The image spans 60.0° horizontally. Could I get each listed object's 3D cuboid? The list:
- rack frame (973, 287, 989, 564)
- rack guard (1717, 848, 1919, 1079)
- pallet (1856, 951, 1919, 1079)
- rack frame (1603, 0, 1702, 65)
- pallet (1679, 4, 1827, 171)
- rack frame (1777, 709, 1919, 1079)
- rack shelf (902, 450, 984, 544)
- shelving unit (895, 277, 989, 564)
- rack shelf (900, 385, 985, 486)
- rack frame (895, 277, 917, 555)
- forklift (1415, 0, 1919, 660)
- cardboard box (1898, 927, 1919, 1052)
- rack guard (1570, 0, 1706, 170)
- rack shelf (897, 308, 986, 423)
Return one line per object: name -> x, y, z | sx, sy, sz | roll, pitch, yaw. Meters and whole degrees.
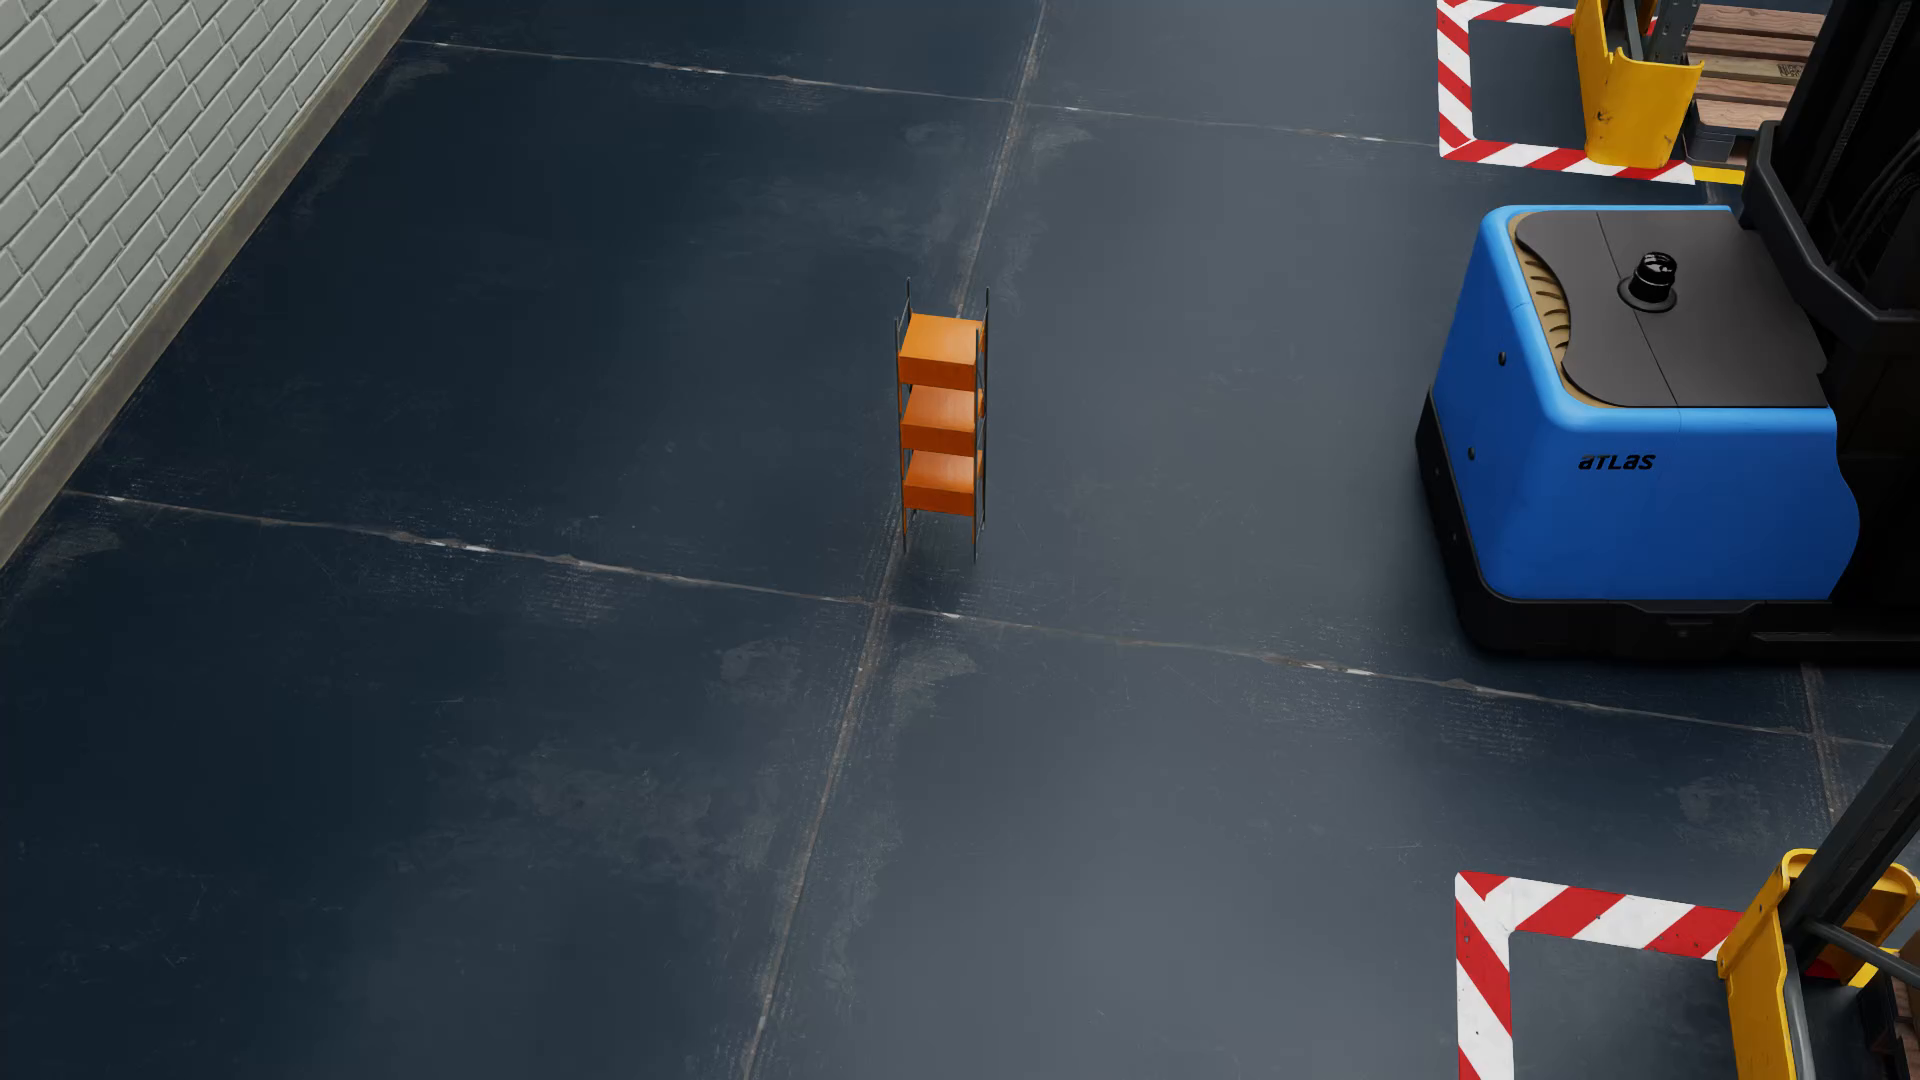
rack frame -> 0.067, -0.342, 5.351 | 0.008, 1.050, 0.200 | 8, 49, 7
rack guard -> 2.211, 1.418, 4.140 | 0.348, 0.500, 1.175 | 8, 49, 7
pallet -> 2.996, 1.619, 4.154 | 1.213, 0.211, 1.003 | 8, 49, 7
rack frame -> 3.021, -3.053, 6.477 | 0.127, 3.000, 1.000 | 8, 49, 7
pallet -> 3.825, -1.984, 7.390 | 1.213, 0.211, 1.003 | 8, 49, 7
rack frame -> 2.136, 0.572, 3.219 | 0.127, 3.000, 1.000 | 8, 49, 7
rack shelf -> -0.053, -0.165, 5.580 | 0.240, 0.259, 0.215 | 8, 49, 7
shelving unit -> -0.053, -0.358, 5.366 | 0.252, 1.050, 0.215 | 8, 49, 7
rack shelf -> -0.053, -0.351, 5.374 | 0.240, 0.259, 0.215 | 8, 49, 7
rack frame -> -0.173, -0.374, 5.380 | 0.008, 1.050, 0.200 | 8, 49, 7
forklift -> 3.147, -0.966, 4.648 | 3.031, 2.935, 1.130 | 0, 48, 0
cardboard box -> 2.715, 1.152, 4.083 | 0.500, 0.500, 0.500 | 8, 49, 7
rack guard -> 2.995, -2.211, 7.401 | 0.348, 0.500, 1.175 | 8, 49, 7
rack shelf -> -0.053, -0.541, 5.163 | 0.240, 0.259, 0.215 | 8, 49, 7
